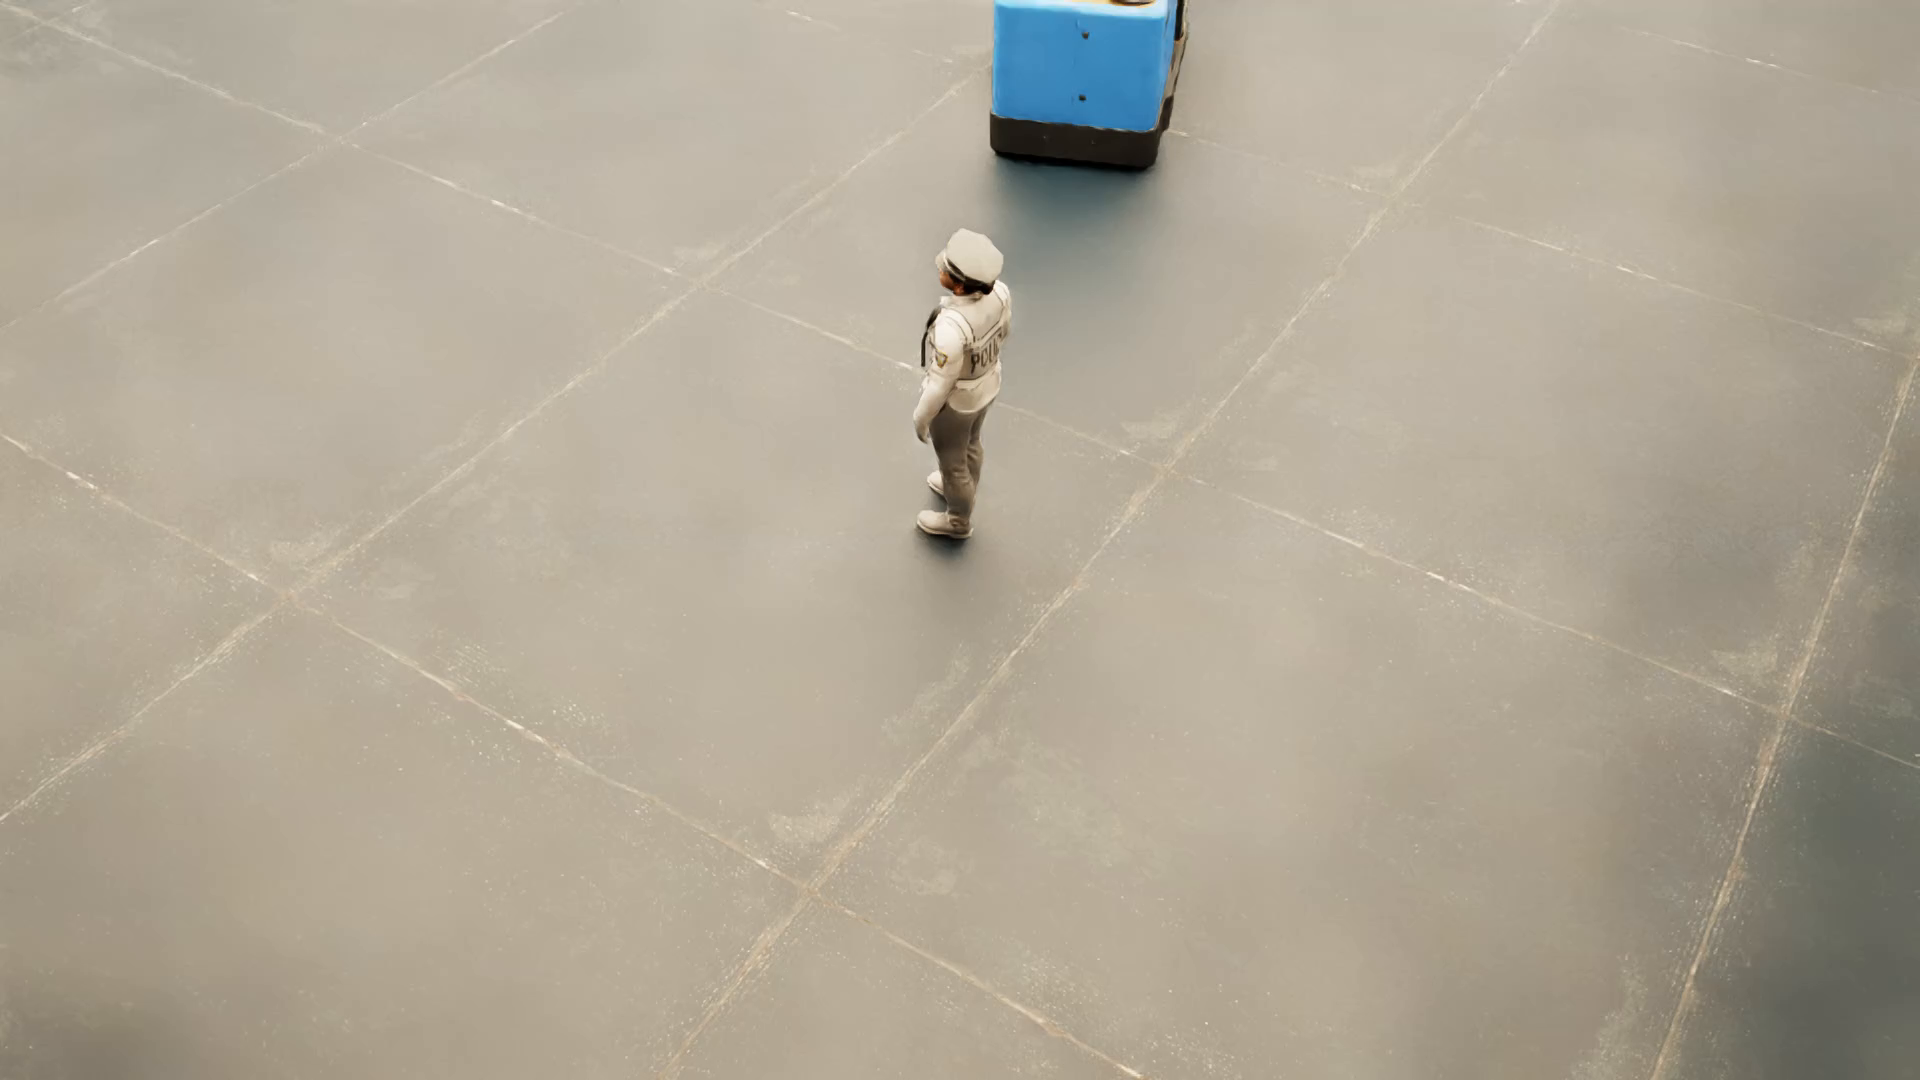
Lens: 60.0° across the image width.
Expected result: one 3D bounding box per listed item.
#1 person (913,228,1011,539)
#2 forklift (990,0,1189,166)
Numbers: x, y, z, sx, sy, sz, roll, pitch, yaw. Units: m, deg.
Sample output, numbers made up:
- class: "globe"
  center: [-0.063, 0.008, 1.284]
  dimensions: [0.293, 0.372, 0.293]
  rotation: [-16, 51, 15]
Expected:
- class: "person"
  center: [-0.052, -0.678, 7.394]
  dimensions: [0.534, 1.695, 0.586]
  rotation: [24, 48, 23]
- class: "forklift"
  center: [0.983, -4.411, 10.500]
  dimensions: [1.130, 2.935, 3.031]
  rotation: [8, 44, 8]
